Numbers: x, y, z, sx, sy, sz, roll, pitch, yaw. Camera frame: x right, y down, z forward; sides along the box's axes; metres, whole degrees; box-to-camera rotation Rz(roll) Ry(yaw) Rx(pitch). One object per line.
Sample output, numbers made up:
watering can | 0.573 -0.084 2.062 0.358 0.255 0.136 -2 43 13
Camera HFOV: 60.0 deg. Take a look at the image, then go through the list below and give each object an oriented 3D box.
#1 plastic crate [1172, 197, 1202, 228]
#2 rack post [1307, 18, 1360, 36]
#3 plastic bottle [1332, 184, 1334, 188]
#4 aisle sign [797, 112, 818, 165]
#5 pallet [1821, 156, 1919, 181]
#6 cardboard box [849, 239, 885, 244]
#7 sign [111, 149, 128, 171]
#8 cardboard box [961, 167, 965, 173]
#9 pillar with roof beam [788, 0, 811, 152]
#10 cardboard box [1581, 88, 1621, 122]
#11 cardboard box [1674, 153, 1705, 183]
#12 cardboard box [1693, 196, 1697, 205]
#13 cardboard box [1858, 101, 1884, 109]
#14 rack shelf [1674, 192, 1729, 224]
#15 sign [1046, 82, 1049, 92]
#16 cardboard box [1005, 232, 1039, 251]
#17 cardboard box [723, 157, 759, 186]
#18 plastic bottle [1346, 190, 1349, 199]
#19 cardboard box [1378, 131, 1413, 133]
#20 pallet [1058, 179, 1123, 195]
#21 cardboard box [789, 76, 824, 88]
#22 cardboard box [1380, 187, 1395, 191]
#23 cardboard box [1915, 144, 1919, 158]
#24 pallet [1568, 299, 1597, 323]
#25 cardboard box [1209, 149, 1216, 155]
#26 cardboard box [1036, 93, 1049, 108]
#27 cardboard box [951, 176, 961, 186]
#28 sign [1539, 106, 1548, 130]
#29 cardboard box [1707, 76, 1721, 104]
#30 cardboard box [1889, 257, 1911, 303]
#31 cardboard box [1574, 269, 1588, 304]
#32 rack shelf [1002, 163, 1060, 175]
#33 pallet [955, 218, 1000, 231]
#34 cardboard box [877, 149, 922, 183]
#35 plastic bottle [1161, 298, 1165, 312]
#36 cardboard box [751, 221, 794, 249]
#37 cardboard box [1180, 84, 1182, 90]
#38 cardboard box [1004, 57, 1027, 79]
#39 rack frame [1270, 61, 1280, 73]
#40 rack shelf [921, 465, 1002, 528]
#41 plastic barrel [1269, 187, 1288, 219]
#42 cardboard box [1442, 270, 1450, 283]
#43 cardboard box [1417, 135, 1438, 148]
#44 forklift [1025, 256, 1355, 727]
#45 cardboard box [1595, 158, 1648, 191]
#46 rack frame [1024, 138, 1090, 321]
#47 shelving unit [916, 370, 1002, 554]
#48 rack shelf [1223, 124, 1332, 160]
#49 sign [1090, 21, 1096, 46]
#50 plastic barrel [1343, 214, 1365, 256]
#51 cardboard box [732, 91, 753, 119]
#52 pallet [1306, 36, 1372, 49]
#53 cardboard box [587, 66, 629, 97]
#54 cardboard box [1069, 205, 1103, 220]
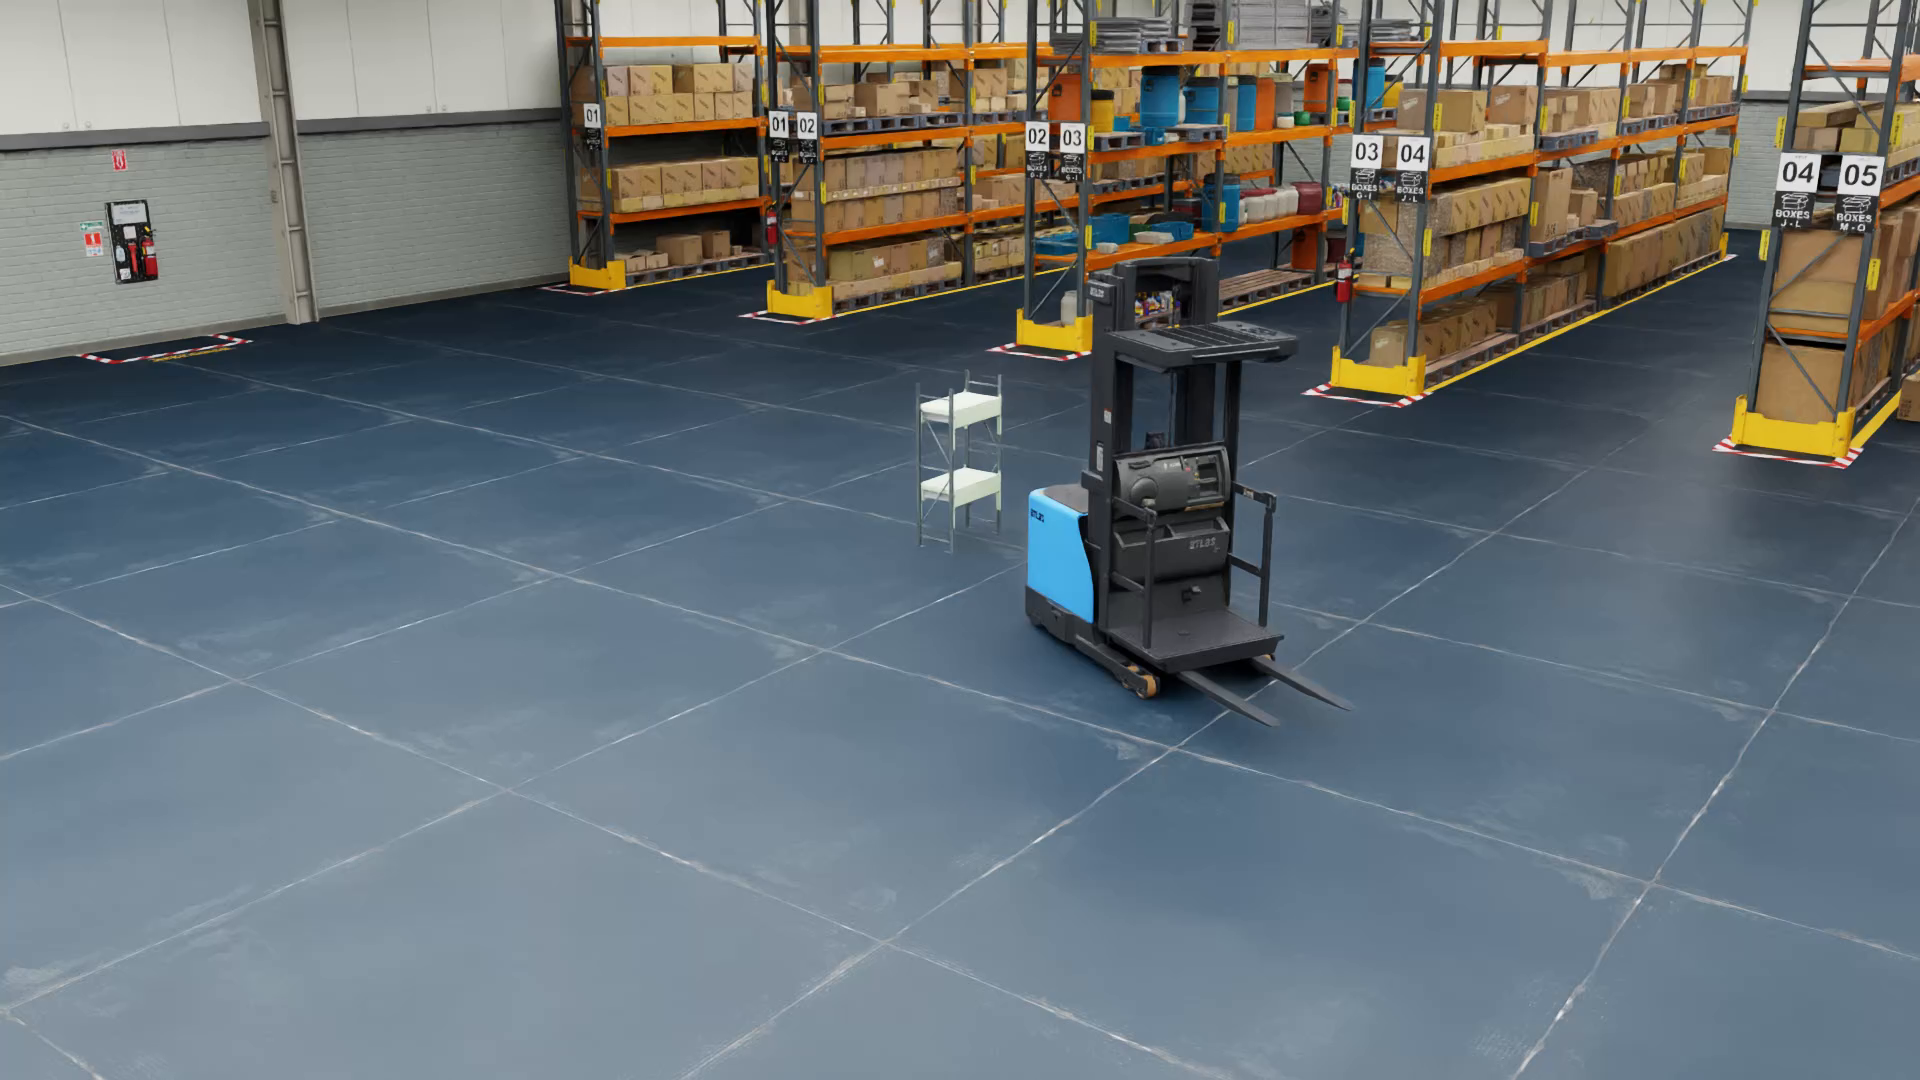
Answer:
plastic crate | 3.803 -5.403 27.483 0.402 0.464 0.583 12 21 35
rack post | 6.542 -9.165 29.716 0.954 0.300 0.937 12 21 35
plastic bottle | 7.164 -6.706 32.002 0.097 0.271 0.097 0 17 0
aisle sign | -2.392 -6.298 26.091 0.394 0.787 0.004 12 21 35
pallet | 10.438 -4.335 19.244 1.003 0.211 1.213 12 21 35
cardboard box | -1.635 -4.912 28.674 0.500 0.500 0.500 12 21 35
sign | -12.020 -5.432 23.777 0.001 0.298 0.199 12 21 35
cardboard box | -0.035 -8.380 37.569 0.380 0.149 0.250 12 21 35
pillar with roof beam | 0.175 -9.854 31.808 9.100 9.000 0.400 12 21 35
cardboard box | 10.038 -6.842 26.155 0.500 0.500 0.500 13 22 36
cardboard box | 13.601 -6.971 31.128 0.500 0.500 0.500 12 21 33
cardboard box | 13.569 -6.374 31.142 0.380 0.149 0.250 12 21 34
cardboard box | 11.171 -5.342 20.540 0.380 0.149 0.250 13 21 35
rack shelf | 13.696 -6.366 31.905 1.077 0.370 4.000 12 21 35
sign | 1.733 -8.808 32.625 0.100 0.325 0.005 12 21 35
cardboard box | 1.146 -5.655 31.386 0.500 0.311 0.500 13 22 36
cardboard box | -4.229 -7.083 31.954 0.500 0.500 0.500 12 21 35
plastic bottle | 7.191 -6.335 30.789 0.061 0.283 0.133 12 21 35
cardboard box | 5.594 -5.174 21.375 0.380 0.149 0.250 11 21 32
pallet | 2.515 -7.114 33.425 1.213 0.211 1.003 12 21 35
cardboard box | -3.071 -9.044 33.382 0.500 0.500 0.500 12 21 33
cardboard box | 5.777 -4.337 21.803 0.500 0.500 0.500 12 21 35
cardboard box | 10.792 -4.481 19.112 0.380 0.149 0.250 12 21 35
pallet | 9.655 -3.763 27.012 1.003 0.211 1.213 12 21 35
cardboard box | 5.365 -8.695 36.339 0.500 0.500 0.500 12 21 33
cardboard box | 1.645 -8.347 31.559 0.500 0.250 0.500 13 22 36
cardboard box | -0.206 -6.334 29.327 0.380 0.149 0.250 12 21 35
sign | 8.178 -5.913 23.304 0.100 0.325 0.005 12 21 35
cardboard box | 14.189 -8.669 32.003 0.700 0.500 0.500 12 21 33
cardboard box | 11.141 -3.274 20.482 0.875 0.550 0.550 12 21 35
cardboard box | 9.738 -4.134 26.977 0.700 0.500 0.500 11 20 32
rack shelf | 1.762 -8.992 40.361 1.077 0.370 4.000 12 21 35
pallet | 0.171 -7.330 38.499 1.003 0.211 1.213 12 21 35
cardboard box | -1.074 -6.400 28.446 0.700 0.500 0.500 12 21 35
plastic bottle | 3.153 -3.679 26.016 0.097 0.201 0.097 0 17 0
cardboard box | -3.771 -6.148 33.464 0.700 0.500 0.500 13 22 37
cardboard box | 5.040 -9.656 35.639 0.500 0.250 0.500 12 21 35
cardboard box | 1.221 -10.947 38.497 0.500 0.500 0.500 12 21 34
rack frame | 6.934 -11.802 38.083 1.000 3.000 0.127 12 21 35
rack shelf | -0.004 -0.403 15.119 0.431 0.370 0.720 12 21 35
plastic barrel | 5.451 -5.826 28.765 0.421 0.512 0.421 0 17 0
cardboard box | 6.174 -3.457 21.749 0.380 0.149 0.250 12 21 35
cardboard box | 5.704 -4.951 20.659 0.380 0.149 0.250 12 21 34
forklift | 1.626 -0.437 11.715 1.130 2.935 3.031 -8 19 -25
cardboard box | 11.355 -6.294 28.601 0.797 0.503 0.637 13 22 36
rack frame | 1.377 -4.250 23.879 1.000 3.000 0.127 12 21 35
shelving unit | -0.004 -0.715 15.022 0.431 1.500 0.755 12 21 35
rack shelf | 4.952 -6.768 28.143 1.077 0.370 4.000 12 21 35
sign | 1.816 -6.917 22.704 0.100 0.325 0.005 12 21 35
plastic barrel | 7.767 -6.012 32.381 0.600 0.901 0.708 12 21 35
cardboard box | -4.300 -8.279 31.592 0.500 0.500 0.500 13 22 36
pallet | 6.598 -8.906 29.748 1.213 0.211 1.003 12 21 35
cardboard box | -6.155 -8.017 29.063 0.500 0.500 0.500 11 20 31
cardboard box | 2.567 -6.685 33.927 0.500 0.250 0.500 13 22 37
